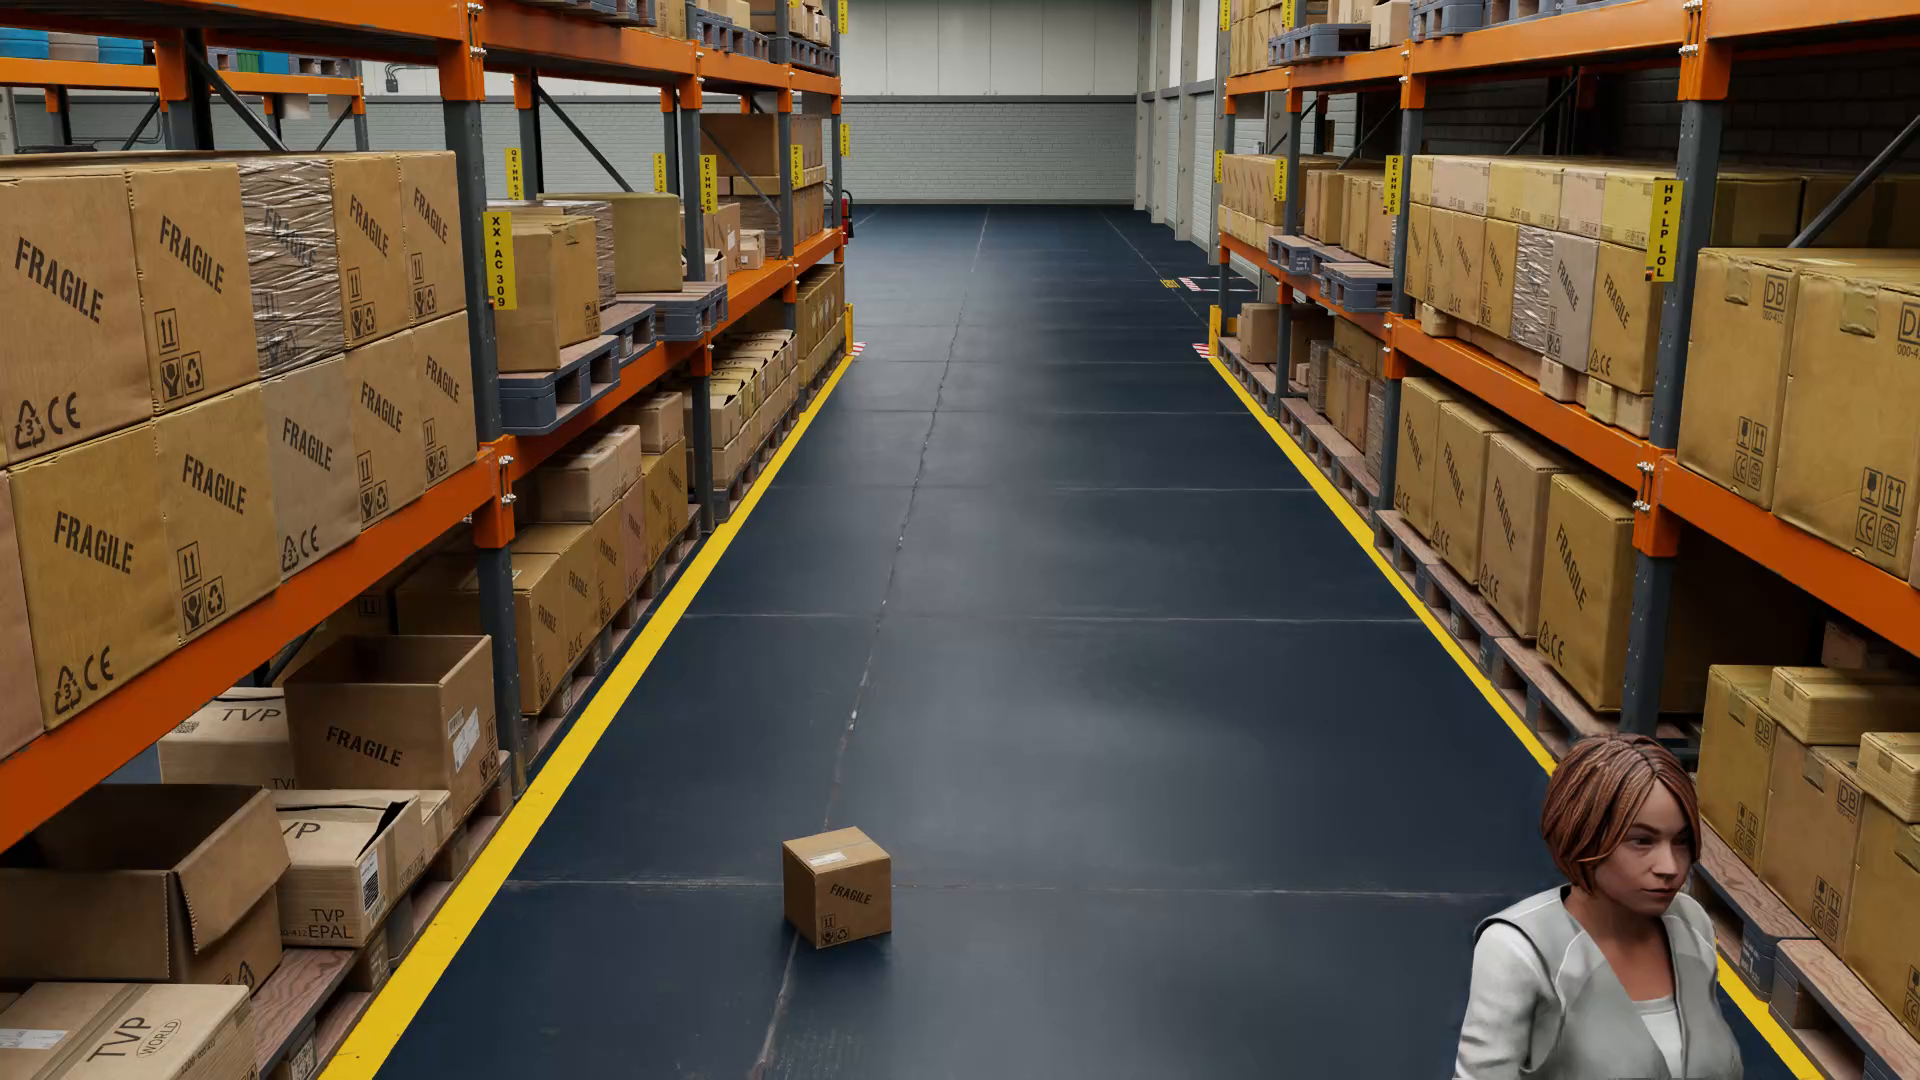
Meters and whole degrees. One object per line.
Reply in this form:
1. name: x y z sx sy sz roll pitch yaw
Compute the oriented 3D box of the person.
1. person: 0.859 1.023 2.378 0.418 1.585 0.501 -5 15 -19
